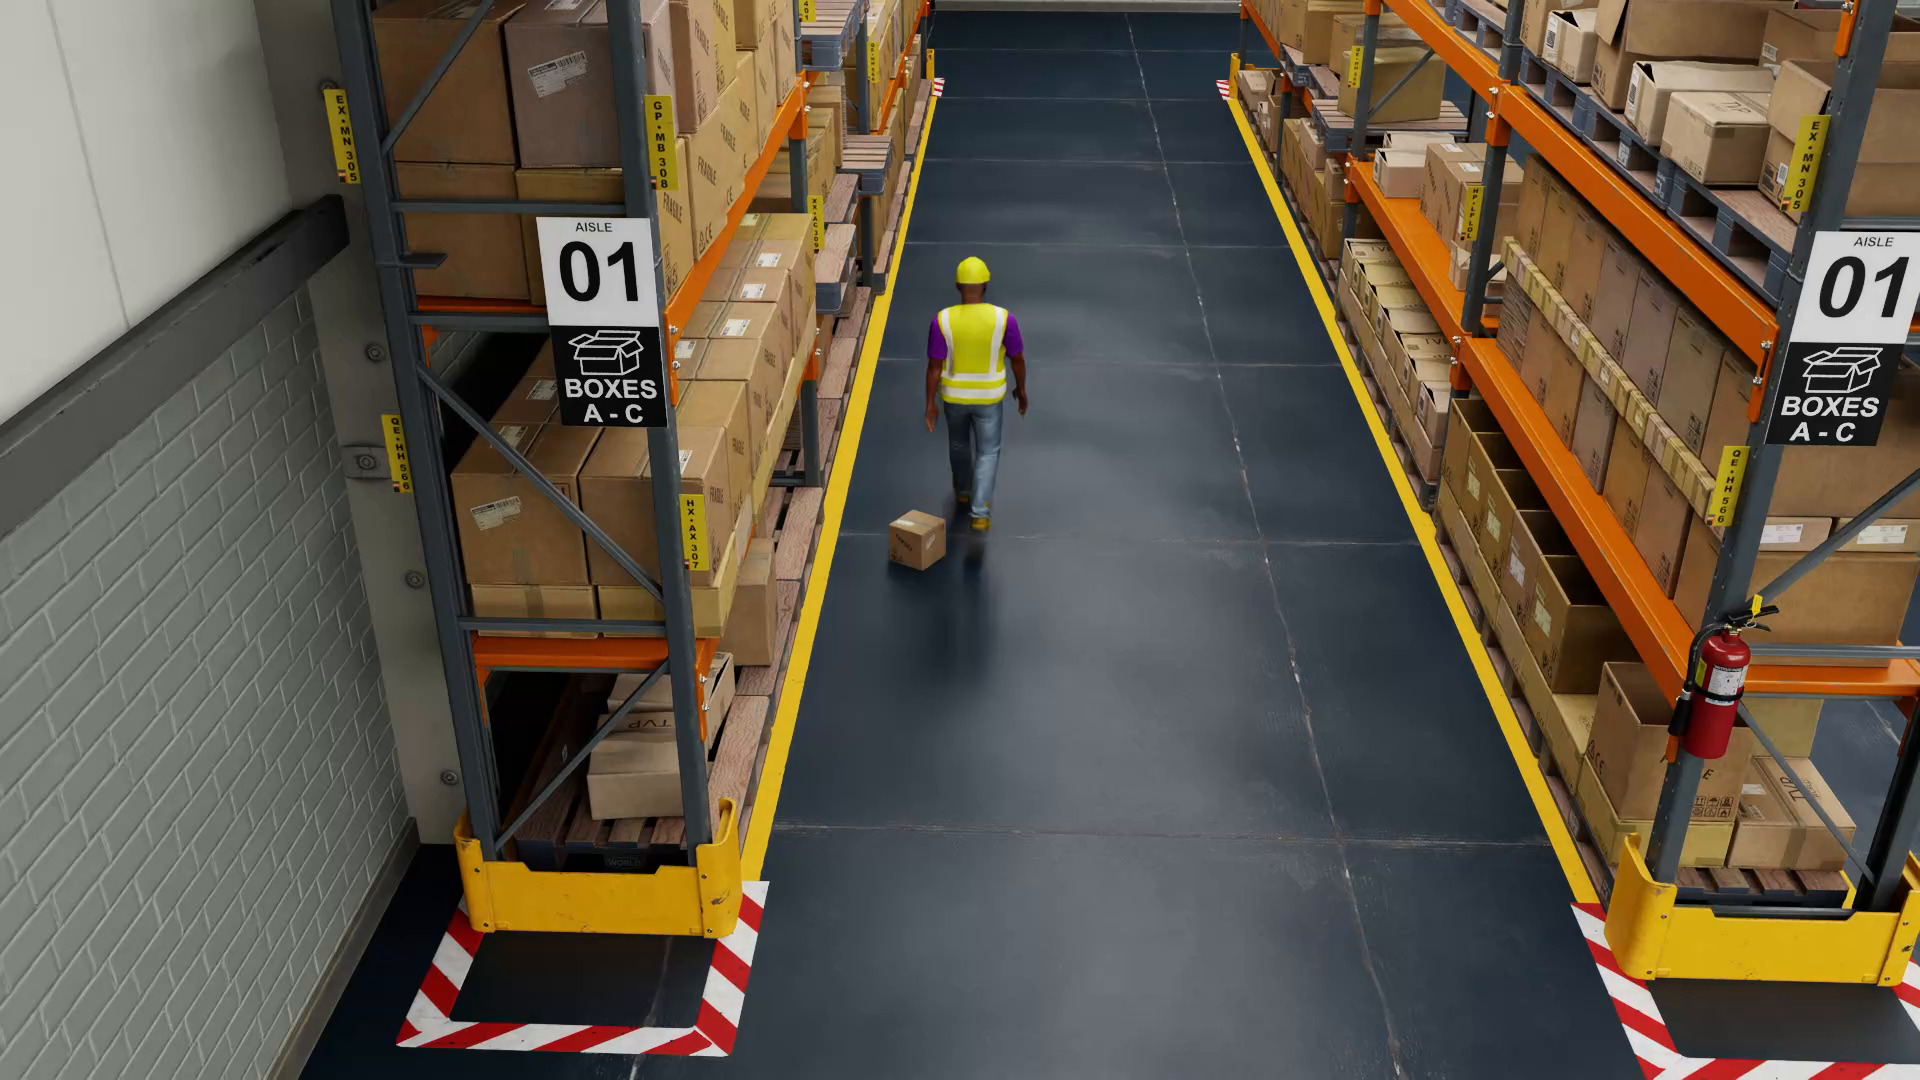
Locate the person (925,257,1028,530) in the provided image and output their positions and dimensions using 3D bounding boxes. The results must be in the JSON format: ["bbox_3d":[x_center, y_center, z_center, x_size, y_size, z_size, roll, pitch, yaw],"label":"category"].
[{"bbox_3d":[0.105,-0.905,10.319,0.626,1.730,1.007,2,28,4],"label":"person"}]
